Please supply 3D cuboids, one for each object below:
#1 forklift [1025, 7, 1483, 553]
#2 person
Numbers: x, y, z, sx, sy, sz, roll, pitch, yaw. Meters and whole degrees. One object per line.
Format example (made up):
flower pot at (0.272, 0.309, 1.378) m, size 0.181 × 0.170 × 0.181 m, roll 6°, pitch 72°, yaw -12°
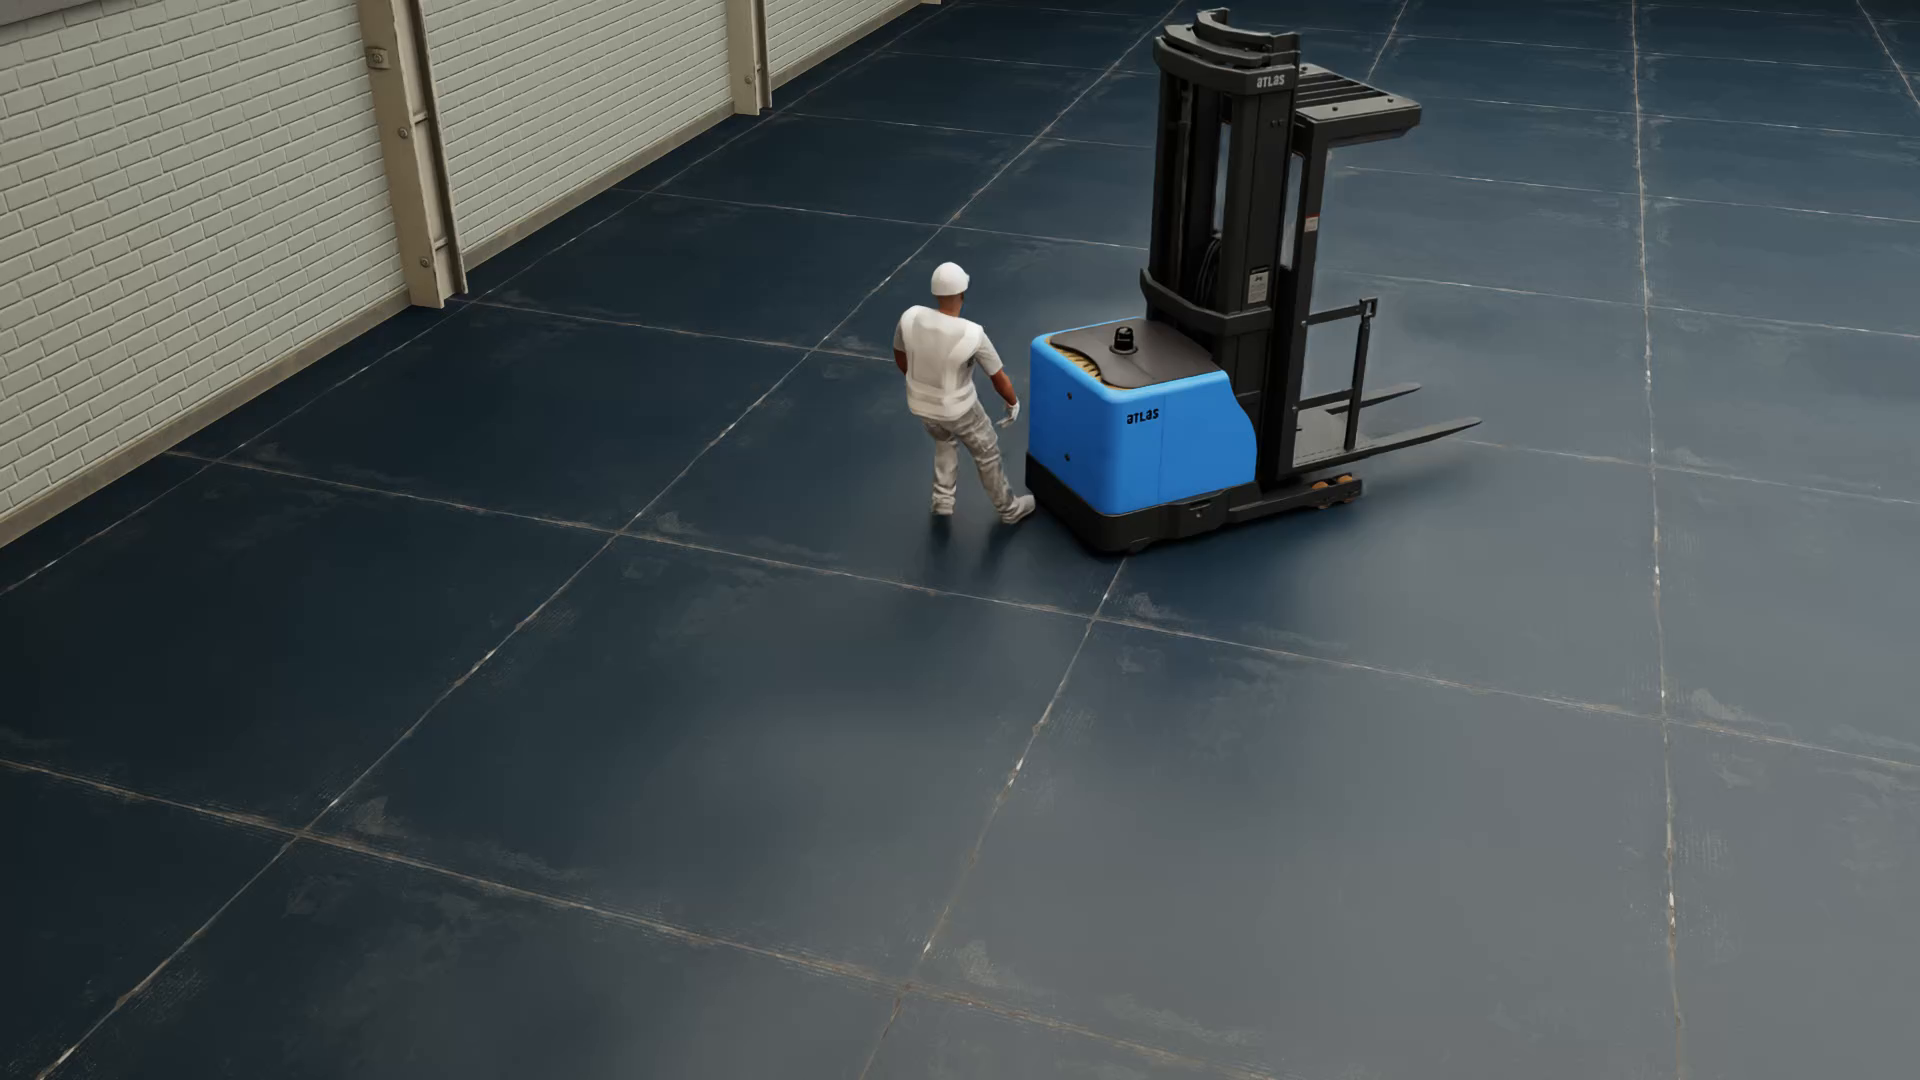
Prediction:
forklift at (1.969, -1.689, 10.100) m, size 3.031 × 2.935 × 1.130 m, roll -14°, pitch 32°, yaw -23°
person at (0.027, -0.883, 9.936) m, size 0.746 × 1.725 × 0.712 m, roll 16°, pitch 33°, yaw 26°
